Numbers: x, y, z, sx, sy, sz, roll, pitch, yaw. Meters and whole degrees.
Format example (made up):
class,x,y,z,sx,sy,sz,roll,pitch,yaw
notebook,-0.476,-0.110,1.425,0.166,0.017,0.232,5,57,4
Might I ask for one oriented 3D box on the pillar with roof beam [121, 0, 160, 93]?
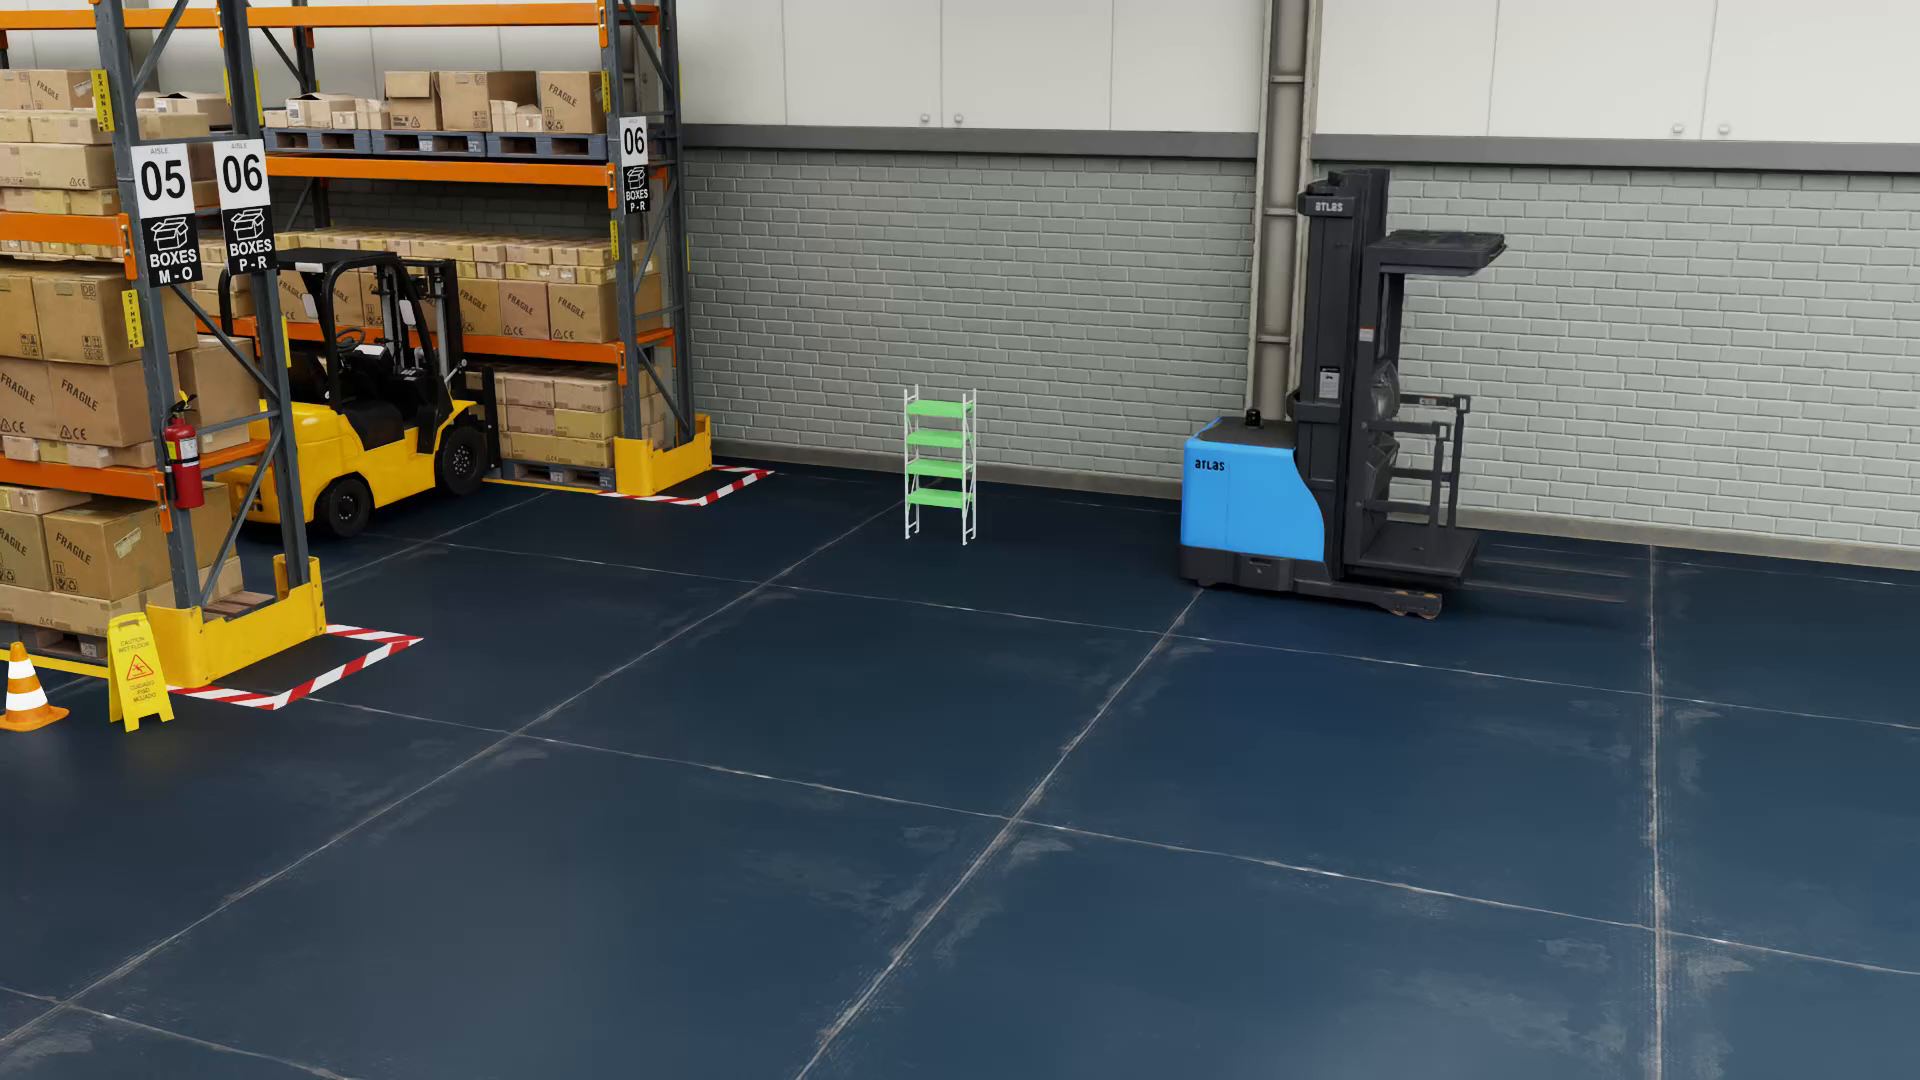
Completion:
class,x,y,z,sx,sy,sz,roll,pitch,yaw
pillar with roof beam,-10.162,-4.668,13.112,0.400,9.000,9.100,6,17,21

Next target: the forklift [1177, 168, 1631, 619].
class,x,y,z,sx,sy,sz,roll,pitch,yaw
forklift,3.138,-1.038,11.494,3.031,2.935,1.130,7,18,23

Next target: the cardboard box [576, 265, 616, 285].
class,x,y,z,sx,sy,sz,roll,pitch,yaw
cardboard box,-3.109,-2.307,14.397,0.250,0.149,0.380,7,17,21

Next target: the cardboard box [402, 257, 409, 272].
class,x,y,z,sx,sy,sz,roll,pitch,yaw
cardboard box,-5.025,-2.514,15.110,0.250,0.149,0.380,6,17,19

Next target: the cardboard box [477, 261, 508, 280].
class,x,y,z,sx,sy,sz,roll,pitch,yaw
cardboard box,-4.069,-2.411,14.756,0.250,0.149,0.380,6,17,19

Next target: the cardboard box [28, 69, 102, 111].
class,x,y,z,sx,sy,sz,roll,pitch,yaw
cardboard box,-8.595,-4.300,16.112,0.500,0.500,0.500,7,17,22

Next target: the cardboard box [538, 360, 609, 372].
class,x,y,z,sx,sy,sz,roll,pitch,yaw
cardboard box,-3.528,-1.494,15.326,0.500,0.250,0.500,6,17,21

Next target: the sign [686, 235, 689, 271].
class,x,y,z,sx,sy,sz,roll,pitch,yaw
sign,-2.475,-2.582,14.991,0.005,0.325,0.100,6,17,21

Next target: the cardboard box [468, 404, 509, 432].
class,x,y,z,sx,sy,sz,roll,pitch,yaw
cardboard box,-4.202,-1.176,15.126,0.500,0.250,0.500,6,17,19

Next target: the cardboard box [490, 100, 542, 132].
class,x,y,z,sx,sy,sz,roll,pitch,yaw
cardboard box,-3.802,-3.642,14.268,0.258,0.266,0.396,6,17,21

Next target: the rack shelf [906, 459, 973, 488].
class,x,y,z,sx,sy,sz,roll,pitch,yaw
rack shelf,-0.154,-0.532,13.082,0.480,0.148,0.258,6,17,21

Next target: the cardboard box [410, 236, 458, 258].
class,x,y,z,sx,sy,sz,roll,pitch,yaw
cardboard box,-4.751,-2.654,15.061,0.250,0.149,0.380,6,17,21

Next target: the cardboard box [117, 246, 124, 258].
class,x,y,z,sx,sy,sz,roll,pitch,yaw
cardboard box,-8.004,-2.854,16.280,0.250,0.149,0.380,6,17,21

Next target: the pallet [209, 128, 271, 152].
class,x,y,z,sx,sy,sz,roll,pitch,yaw
pallet,-7.230,-3.829,15.947,1.217,0.209,0.805,6,17,18

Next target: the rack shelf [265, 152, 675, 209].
class,x,y,z,sx,sy,sz,roll,pitch,yaw
rack shelf,-4.544,-3.284,15.016,4.000,0.370,1.077,6,17,21

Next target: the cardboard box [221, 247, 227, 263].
class,x,y,z,sx,sy,sz,roll,pitch,yaw
cardboard box,-6.804,-2.731,15.857,0.250,0.149,0.380,7,18,23

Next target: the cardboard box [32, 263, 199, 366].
class,x,y,z,sx,sy,sz,roll,pitch,yaw
cardboard box,-5.057,-1.364,9.984,0.500,0.500,0.700,6,17,19

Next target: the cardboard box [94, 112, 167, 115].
class,x,y,z,sx,sy,sz,roll,pitch,yaw
cardboard box,-4.998,-2.511,10.082,0.250,0.149,0.380,6,17,20

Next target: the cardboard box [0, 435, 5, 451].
class,x,y,z,sx,sy,sz,roll,pitch,yaw
cardboard box,-5.872,-0.669,10.549,0.250,0.149,0.380,7,17,21

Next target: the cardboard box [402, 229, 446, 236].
class,x,y,z,sx,sy,sz,roll,pitch,yaw
cardboard box,-5.038,-2.841,15.702,0.250,0.149,0.380,6,17,20

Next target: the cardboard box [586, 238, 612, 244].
class,x,y,z,sx,sy,sz,roll,pitch,yaw
cardboard box,-3.142,-2.620,14.942,0.250,0.149,0.380,7,18,23

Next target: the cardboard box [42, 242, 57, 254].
class,x,y,z,sx,sy,sz,roll,pitch,yaw
cardboard box,-8.948,-2.965,16.665,0.250,0.149,0.380,6,17,21

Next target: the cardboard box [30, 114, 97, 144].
class,x,y,z,sx,sy,sz,roll,pitch,yaw
cardboard box,-5.150,-2.394,9.680,0.250,0.149,0.380,7,17,22

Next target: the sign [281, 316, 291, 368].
class,x,y,z,sx,sy,sz,roll,pitch,yaw
sign,-4.303,-1.253,10.558,0.005,0.325,0.100,6,17,21

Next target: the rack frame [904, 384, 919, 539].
class,x,y,z,sx,sy,sz,roll,pitch,yaw
rack frame,-0.381,-0.618,13.151,0.015,1.200,0.240,6,17,21

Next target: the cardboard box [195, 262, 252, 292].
class,x,y,z,sx,sy,sz,roll,pitch,yaw
cardboard box,-6.955,-2.546,15.935,0.500,0.250,0.500,6,17,19

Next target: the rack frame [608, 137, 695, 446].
class,x,y,z,sx,sy,sz,roll,pitch,yaw
rack frame,-2.684,-1.985,14.629,0.127,3.000,1.000,6,17,21

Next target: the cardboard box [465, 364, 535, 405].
class,x,y,z,sx,sy,sz,roll,pitch,yaw
cardboard box,-4.177,-1.412,15.042,0.500,0.250,0.500,7,17,21

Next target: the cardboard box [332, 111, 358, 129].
class,x,y,z,sx,sy,sz,roll,pitch,yaw
cardboard box,-5.384,-3.760,14.883,0.250,0.149,0.380,7,18,22

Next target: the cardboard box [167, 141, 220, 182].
class,x,y,z,sx,sy,sz,roll,pitch,yaw
cardboard box,-4.872,-2.329,10.170,0.500,0.250,0.500,6,17,20

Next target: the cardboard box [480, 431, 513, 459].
class,x,y,z,sx,sy,sz,roll,pitch,yaw
cardboard box,-4.158,-0.939,15.206,0.500,0.250,0.500,6,17,21

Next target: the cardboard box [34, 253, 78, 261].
class,x,y,z,sx,sy,sz,roll,pitch,yaw
cardboard box,-8.857,-2.752,16.647,0.500,0.250,0.500,6,17,19

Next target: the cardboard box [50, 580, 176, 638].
class,x,y,z,sx,sy,sz,roll,pitch,yaw
cardboard box,-5.375,0.407,10.571,0.500,0.250,0.500,6,17,20

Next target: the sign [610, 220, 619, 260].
class,x,y,z,sx,sy,sz,roll,pitch,yaw
sign,-2.896,-2.515,13.955,0.005,0.325,0.100,6,17,21

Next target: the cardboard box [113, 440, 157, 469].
class,x,y,z,sx,sy,sz,roll,pitch,yaw
cardboard box,-4.928,-0.559,10.169,0.250,0.149,0.380,7,18,22

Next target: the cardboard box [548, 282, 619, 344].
class,x,y,z,sx,sy,sz,roll,pitch,yaw
cardboard box,-3.238,-2.015,14.554,0.500,0.500,0.500,6,17,19

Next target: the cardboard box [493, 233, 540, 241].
class,x,y,z,sx,sy,sz,roll,pitch,yaw
cardboard box,-4.087,-2.738,15.347,0.250,0.149,0.380,6,17,19

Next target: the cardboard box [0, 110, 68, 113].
class,x,y,z,sx,sy,sz,roll,pitch,yaw
cardboard box,-5.892,-2.646,10.546,0.250,0.149,0.380,7,18,22

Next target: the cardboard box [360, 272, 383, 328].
class,x,y,z,sx,sy,sz,roll,pitch,yaw
cardboard box,-5.126,-2.228,15.289,0.500,0.500,0.500,6,17,20

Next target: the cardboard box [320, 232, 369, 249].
class,x,y,z,sx,sy,sz,roll,pitch,yaw
cardboard box,-5.700,-2.760,15.422,0.250,0.149,0.380,6,17,20

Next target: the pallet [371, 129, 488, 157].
class,x,y,z,sx,sy,sz,roll,pitch,yaw
pallet,-4.471,-3.586,14.924,1.213,0.211,1.003,6,17,21

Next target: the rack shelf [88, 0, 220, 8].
class,x,y,z,sx,sy,sz,roll,pitch,yaw
rack shelf,-6.362,-3.435,10.163,4.000,0.370,1.077,6,17,21

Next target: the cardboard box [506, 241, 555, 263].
class,x,y,z,sx,sy,sz,roll,pitch,yaw
cardboard box,-3.793,-2.551,14.703,0.250,0.149,0.380,6,17,21

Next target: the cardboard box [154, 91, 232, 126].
class,x,y,z,sx,sy,sz,roll,pitch,yaw
cardboard box,-7.167,-4.052,15.598,0.500,0.311,0.500,6,17,19

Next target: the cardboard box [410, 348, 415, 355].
class,x,y,z,sx,sy,sz,roll,pitch,yaw
cardboard box,-5.399,-1.707,16.059,0.500,0.250,0.500,6,17,20

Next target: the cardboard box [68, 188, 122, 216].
class,x,y,z,sx,sy,sz,roll,pitch,yaw
cardboard box,-4.936,-1.981,9.686,0.250,0.149,0.380,6,17,21

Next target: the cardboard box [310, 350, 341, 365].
class,x,y,z,sx,sy,sz,roll,pitch,yaw
cardboard box,-6.070,-1.624,15.774,0.500,0.250,0.500,6,17,20

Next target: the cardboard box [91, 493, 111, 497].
class,x,y,z,sx,sy,sz,roll,pitch,yaw
cardboard box,-5.661,-0.147,11.133,0.500,0.500,0.500,6,17,19

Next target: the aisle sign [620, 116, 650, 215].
class,x,y,z,sx,sy,sz,roll,pitch,yaw
aisle sign,-2.730,-3.150,13.981,0.004,0.787,0.394,6,17,21

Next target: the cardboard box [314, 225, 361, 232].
class,x,y,z,sx,sy,sz,roll,pitch,yaw
cardboard box,-5.997,-2.942,16.051,0.250,0.149,0.380,6,17,21

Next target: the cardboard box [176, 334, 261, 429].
class,x,y,z,sx,sy,sz,roll,pitch,yaw
cardboard box,-4.840,-1.008,10.553,0.500,0.500,0.500,6,17,20

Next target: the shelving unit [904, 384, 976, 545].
class,x,y,z,sx,sy,sz,roll,pitch,yaw
shelving unit,-0.154,-0.593,13.065,0.503,1.200,0.258,6,17,21

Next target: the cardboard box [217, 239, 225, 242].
class,x,y,z,sx,sy,sz,roll,pitch,yaw
cardboard box,-7.115,-2.912,16.480,0.250,0.149,0.380,6,17,20

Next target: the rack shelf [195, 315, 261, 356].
class,x,y,z,sx,sy,sz,roll,pitch,yaw
rack shelf,-8.265,-2.253,16.844,4.000,0.370,1.077,6,17,21
